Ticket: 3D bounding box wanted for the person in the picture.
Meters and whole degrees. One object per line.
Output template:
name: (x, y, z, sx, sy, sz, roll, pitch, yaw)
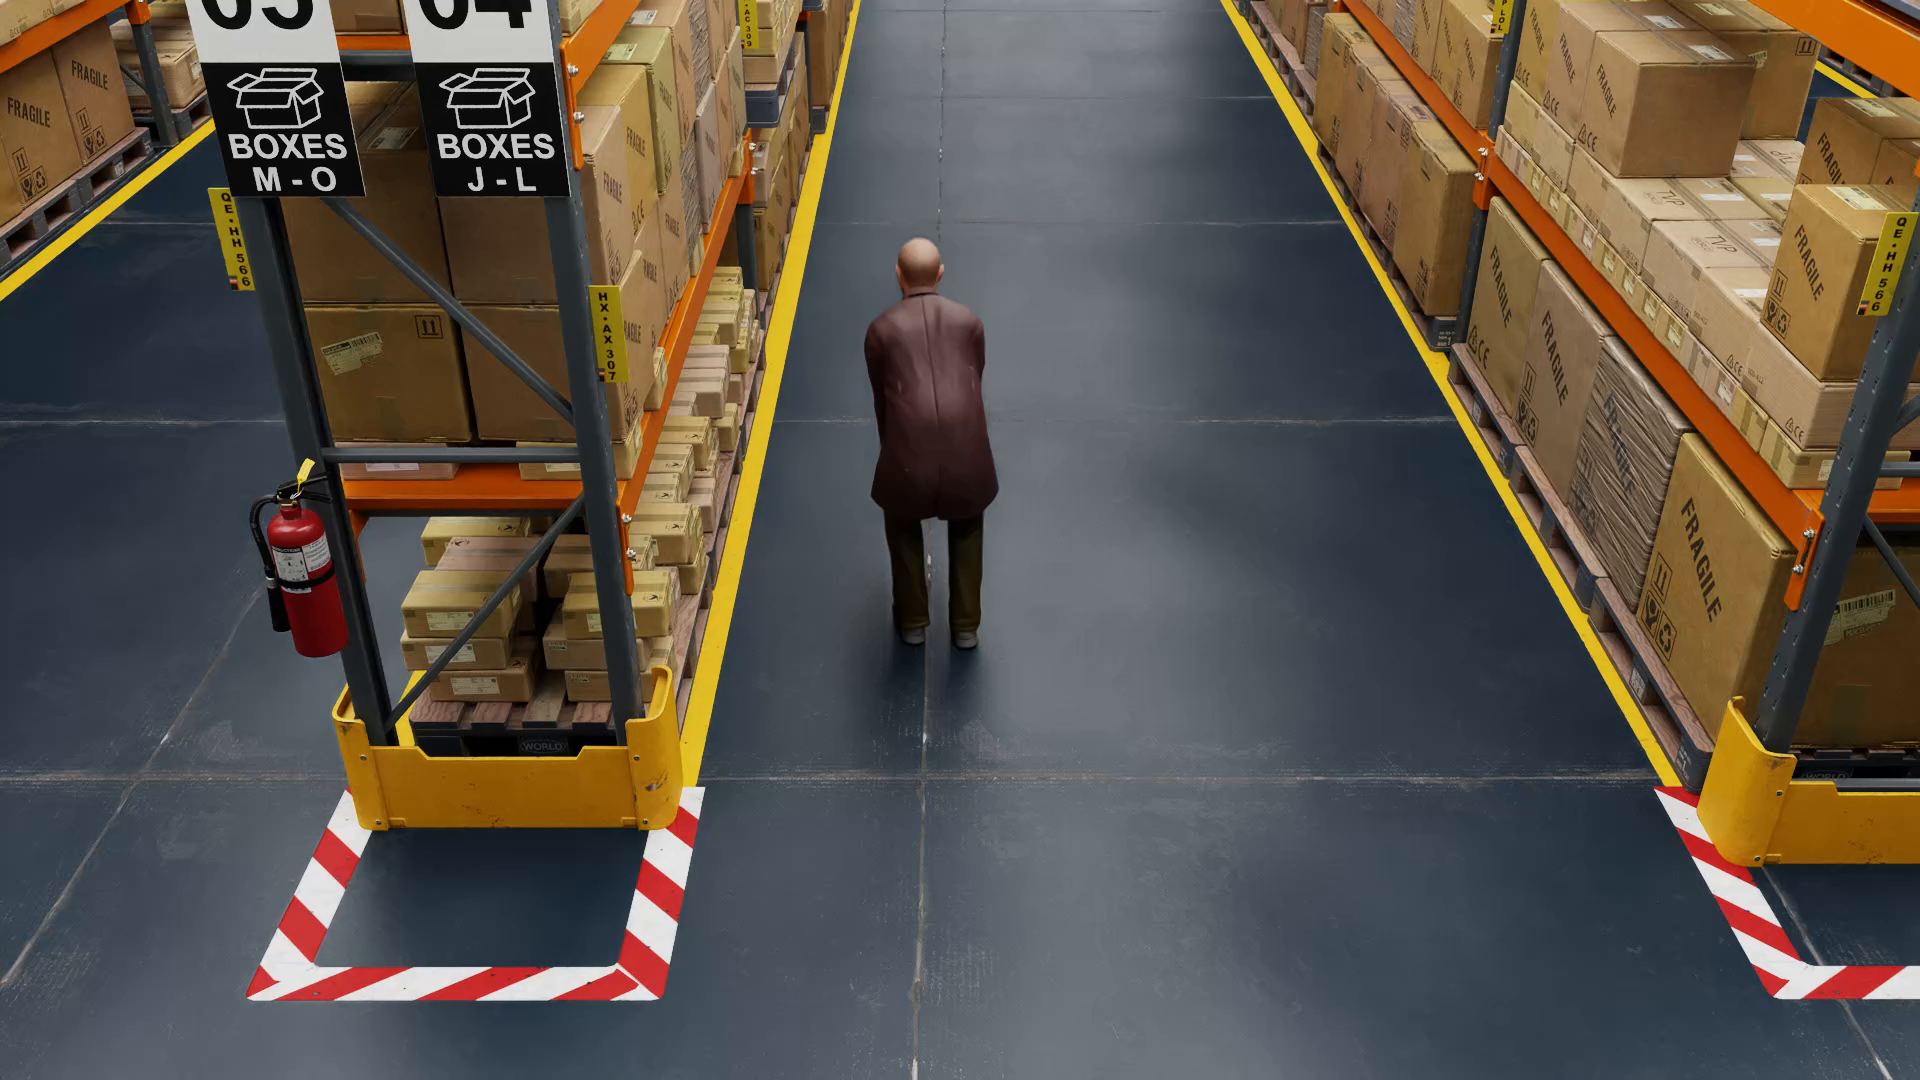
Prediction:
person: (-0.114, -0.381, 6.872, 0.536, 1.689, 0.638, -3, 31, -6)
